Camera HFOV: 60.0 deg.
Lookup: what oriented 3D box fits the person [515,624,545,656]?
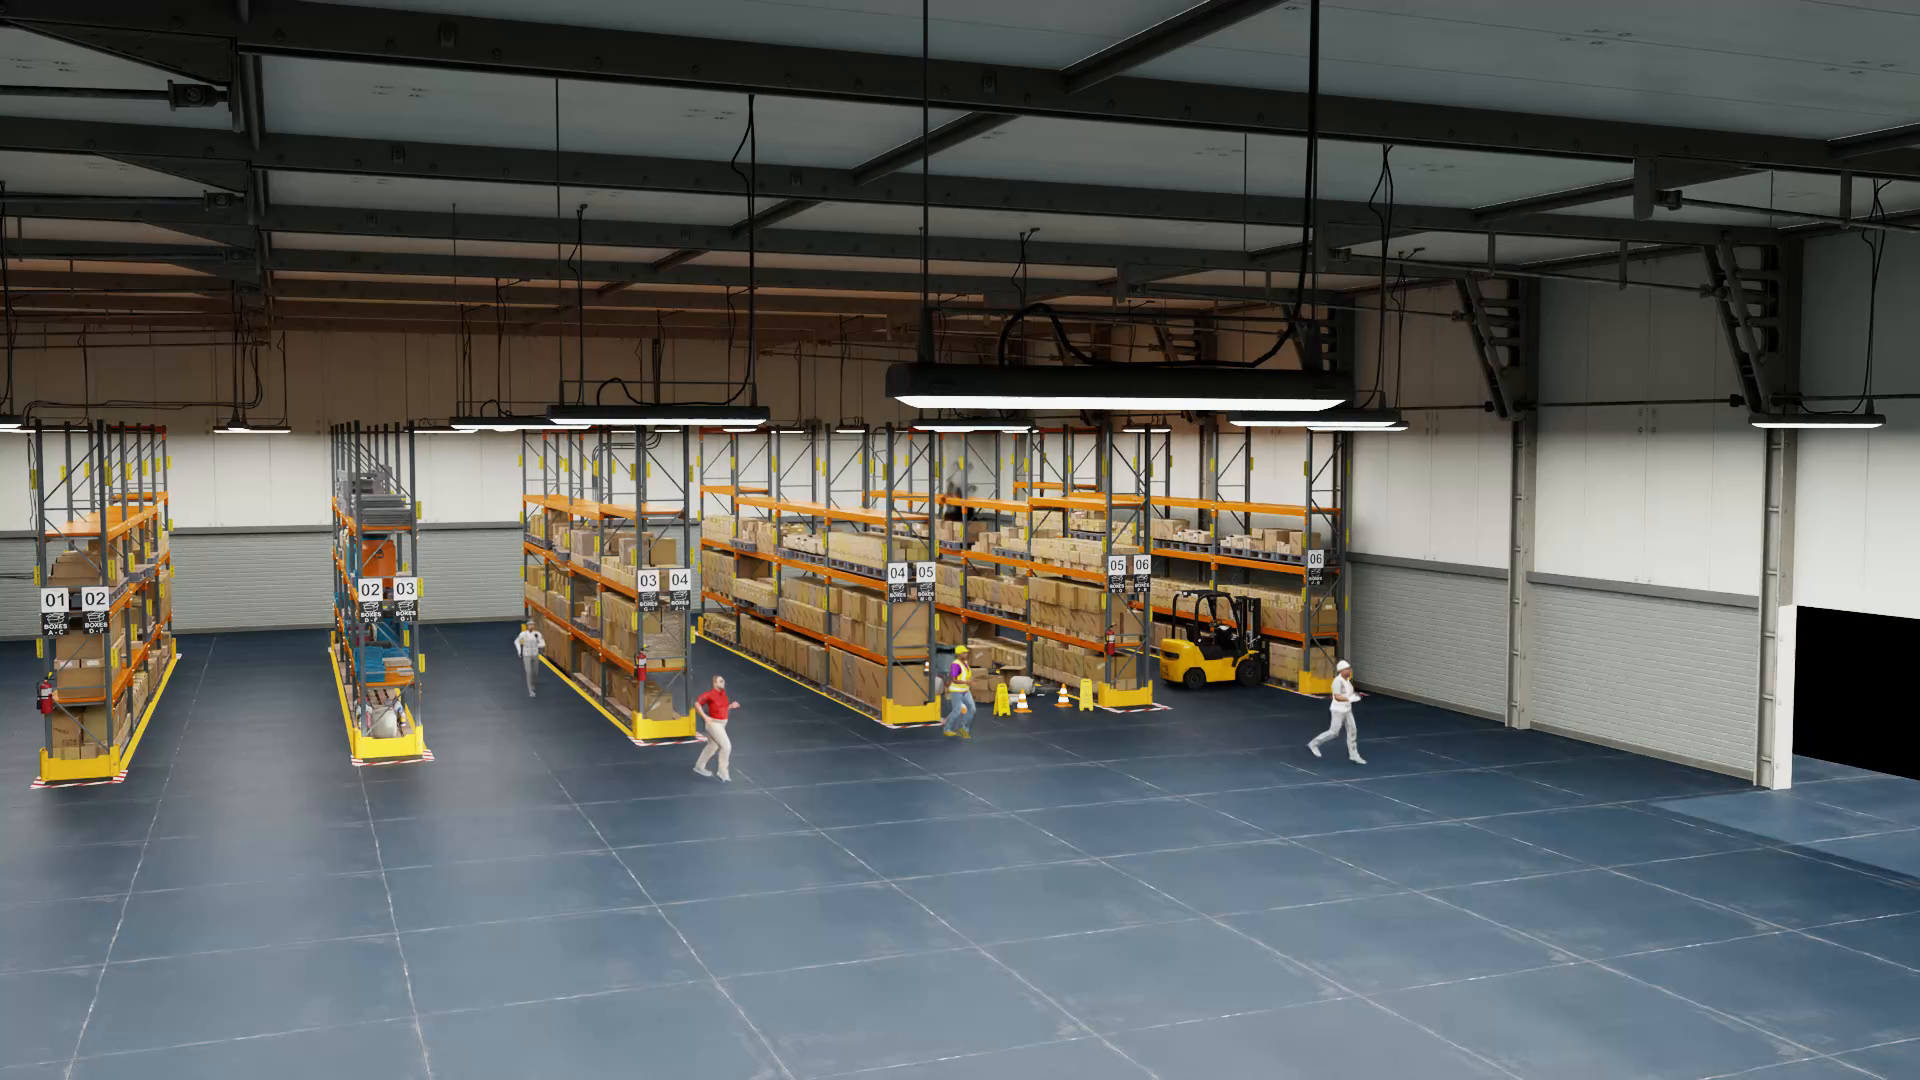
[{"bbox_3d":[-9.467,2.156,36.659,0.611,0.759,0.468,-2,4,-27],"label":"person"}]

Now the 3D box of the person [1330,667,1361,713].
[{"bbox_3d":[6.754,2.578,29.072,0.591,0.859,0.694,2,4,31],"label":"person"}]

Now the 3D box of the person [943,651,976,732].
[{"bbox_3d":[0.027,2.828,31.401,0.734,1.611,0.716,2,4,28],"label":"person"}]

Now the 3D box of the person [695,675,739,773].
[{"bbox_3d":[-9.500,2.228,27.929,11.552,3.145,2.266,1,4,11],"label":"person"}]
